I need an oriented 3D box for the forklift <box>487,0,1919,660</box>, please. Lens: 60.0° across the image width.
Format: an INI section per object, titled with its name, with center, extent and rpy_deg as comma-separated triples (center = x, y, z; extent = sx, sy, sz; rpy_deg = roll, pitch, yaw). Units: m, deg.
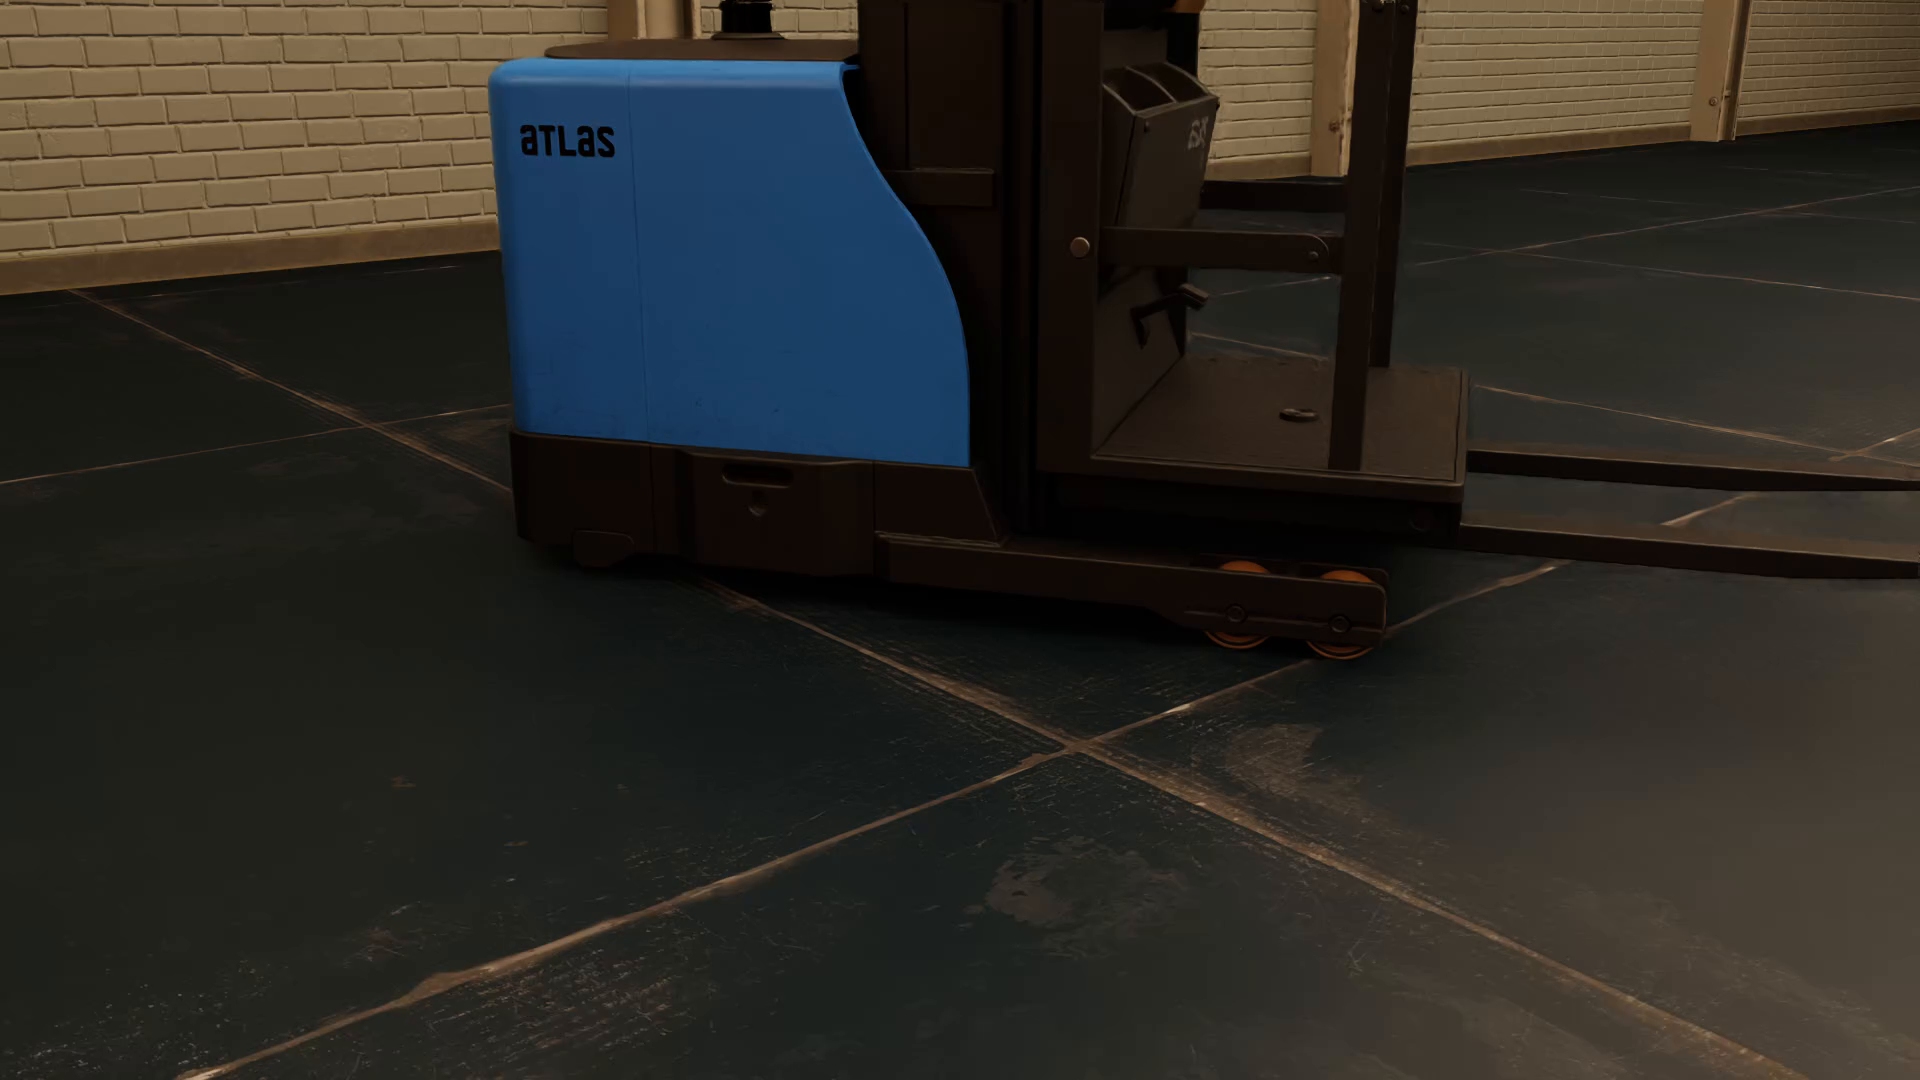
[forklift]
center = 0.597, -1.350, 3.255
extent = 3.031, 2.935, 1.130
rpy_deg = 5, 18, 16
